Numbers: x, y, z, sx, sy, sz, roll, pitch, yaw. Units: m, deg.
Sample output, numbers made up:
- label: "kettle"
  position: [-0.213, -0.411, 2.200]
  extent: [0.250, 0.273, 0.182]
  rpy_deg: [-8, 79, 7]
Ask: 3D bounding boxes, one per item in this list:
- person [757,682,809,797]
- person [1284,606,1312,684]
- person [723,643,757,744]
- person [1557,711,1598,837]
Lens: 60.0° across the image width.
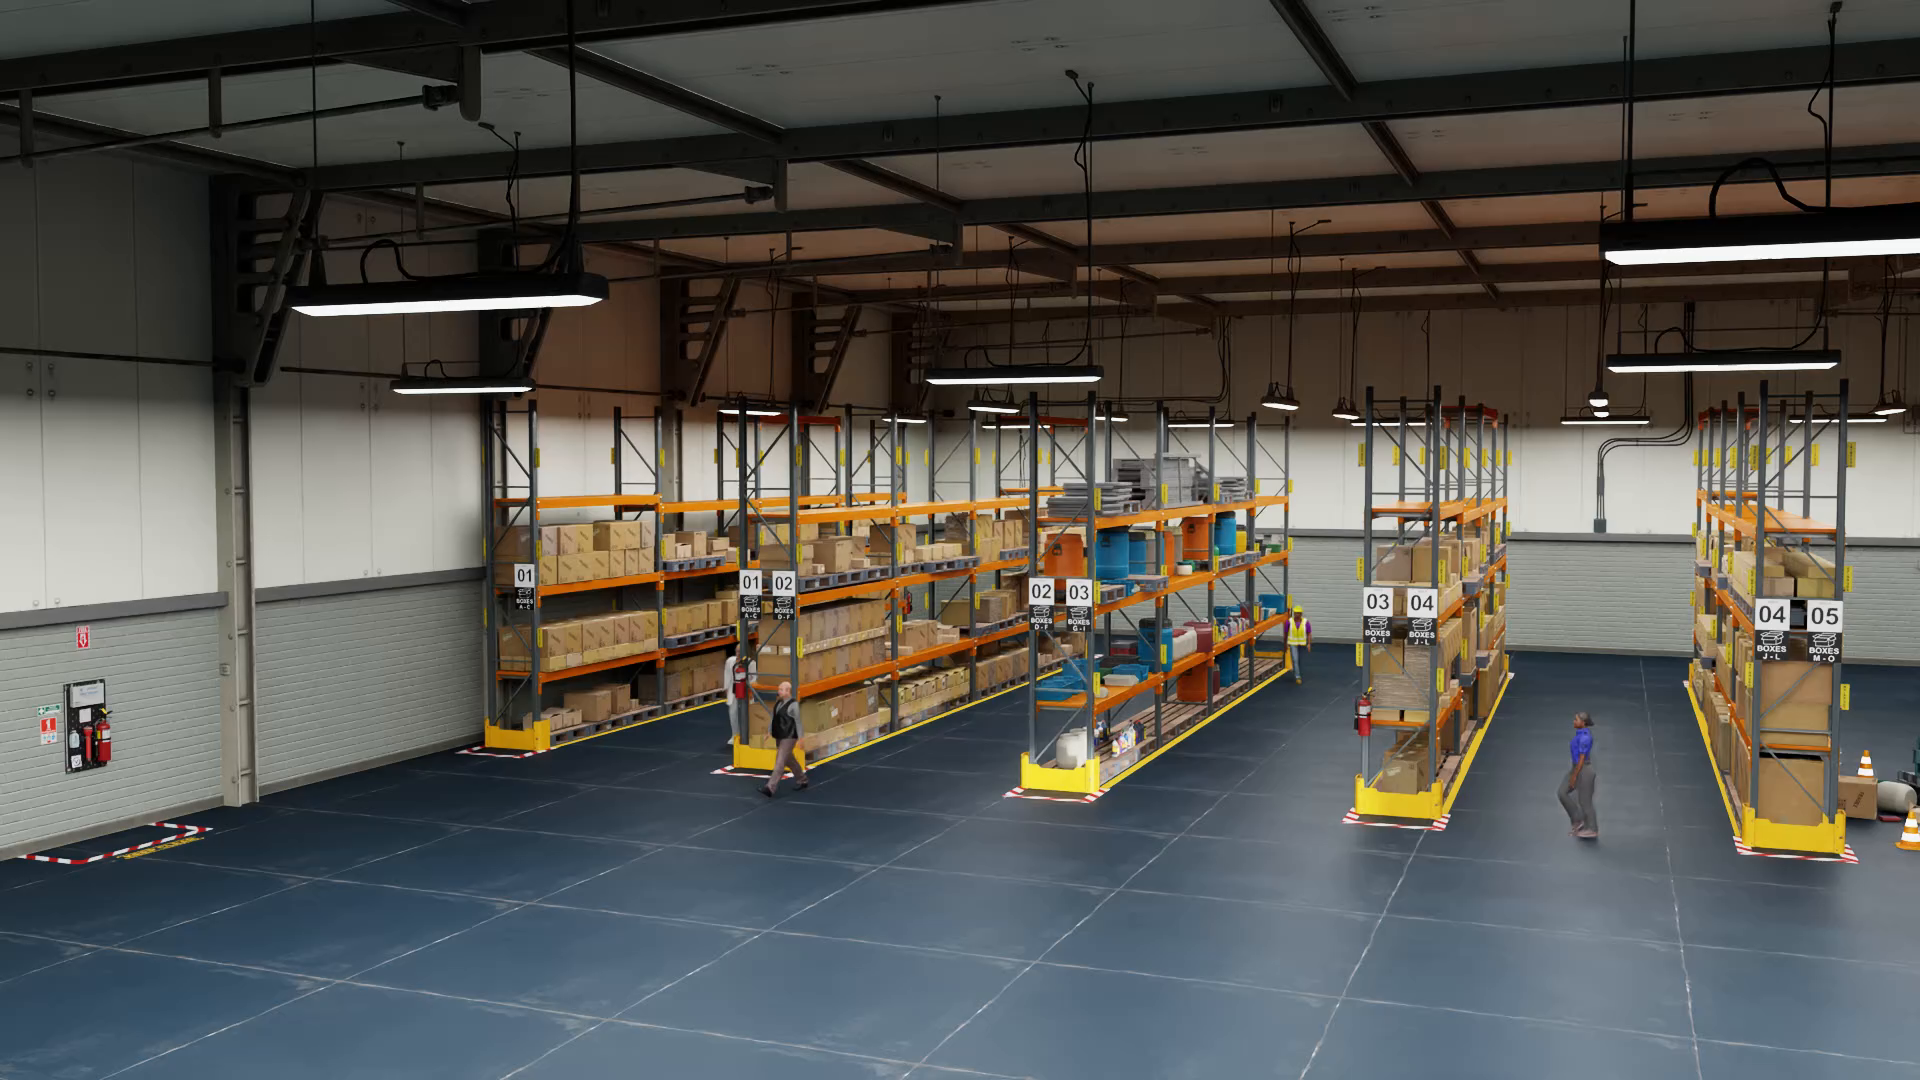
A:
- label: "person"
  position: [-2.655, 2.934, 24.617]
  extent: [1.054, 1.656, 0.593]
  rpy_deg: [-2, 3, -35]
- label: "person"
  position: [7.494, 2.311, 36.826]
  extent: [0.549, 1.703, 1.121]
  rpy_deg: [0, 3, -6]
- label: "person"
  position: [-3.860, 2.686, 29.335]
  extent: [0.638, 1.763, 0.715]
  rpy_deg: [0, 3, 3]
- label: "person"
  position: [8.151, 3.099, 21.877]
  extent: [0.475, 1.697, 0.443]
  rpy_deg: [0, 3, 0]
